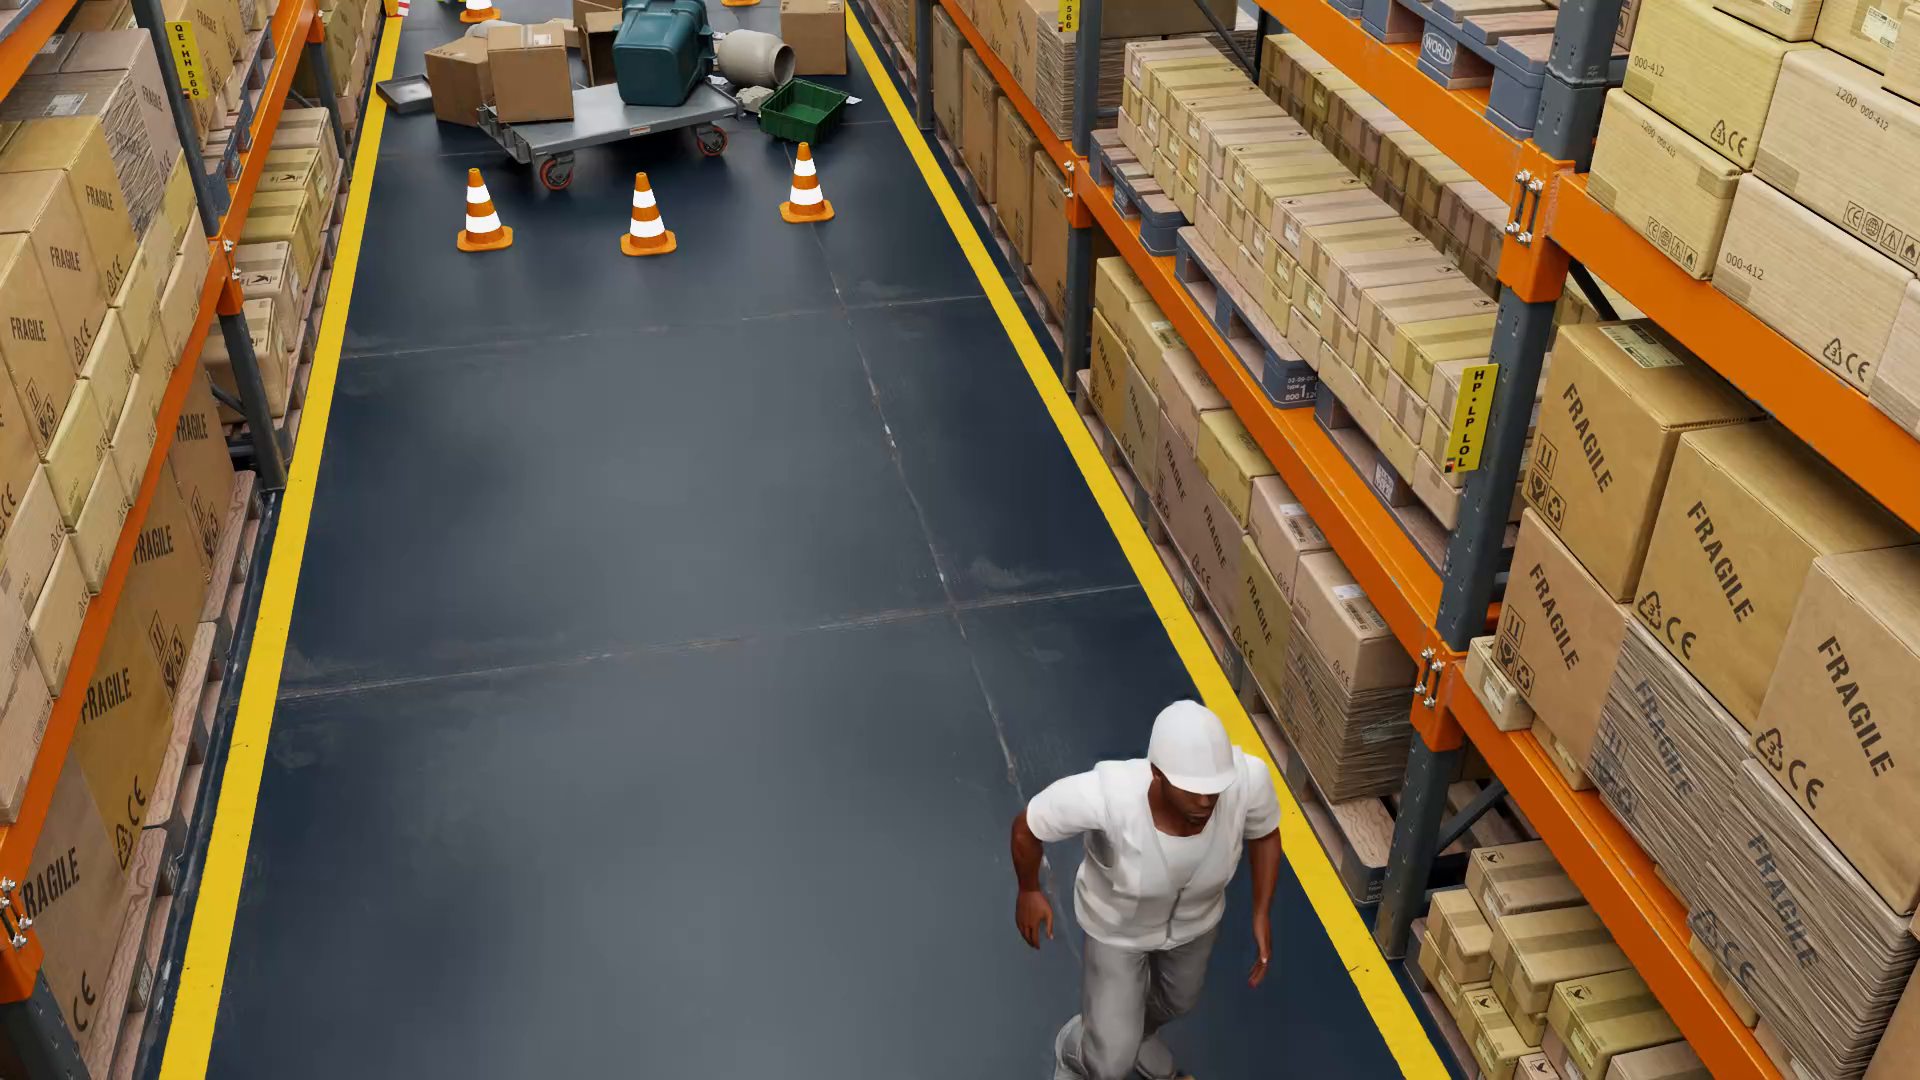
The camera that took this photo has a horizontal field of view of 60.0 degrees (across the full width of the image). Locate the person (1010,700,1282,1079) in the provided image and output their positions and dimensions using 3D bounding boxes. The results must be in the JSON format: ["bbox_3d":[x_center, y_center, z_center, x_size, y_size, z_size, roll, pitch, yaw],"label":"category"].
[{"bbox_3d":[0.517,1.045,4.650,0.726,1.687,0.670,-10,35,-14],"label":"person"}]
